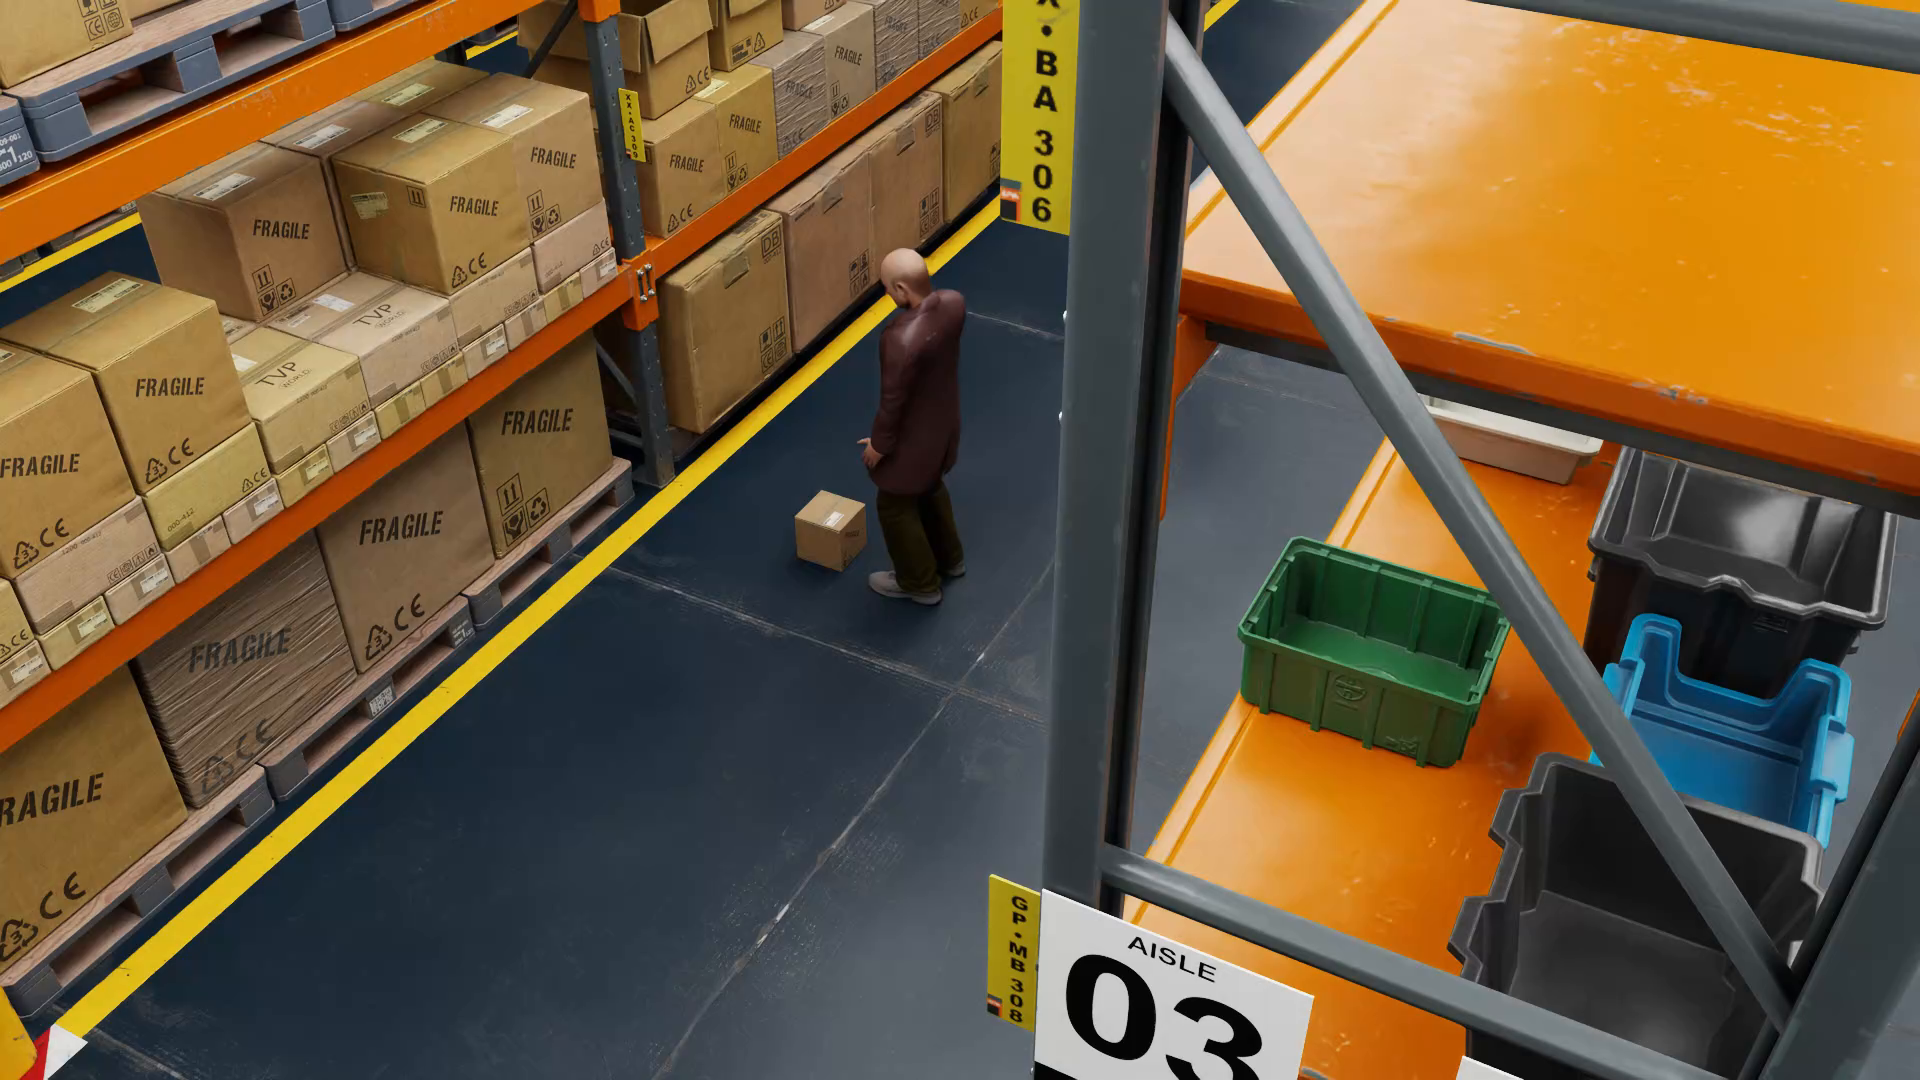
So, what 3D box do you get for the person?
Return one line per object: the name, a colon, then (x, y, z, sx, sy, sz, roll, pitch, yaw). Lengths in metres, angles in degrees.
person: (-0.216, -0.499, 7.431, 0.382, 1.764, 0.569, 18, 41, 22)
